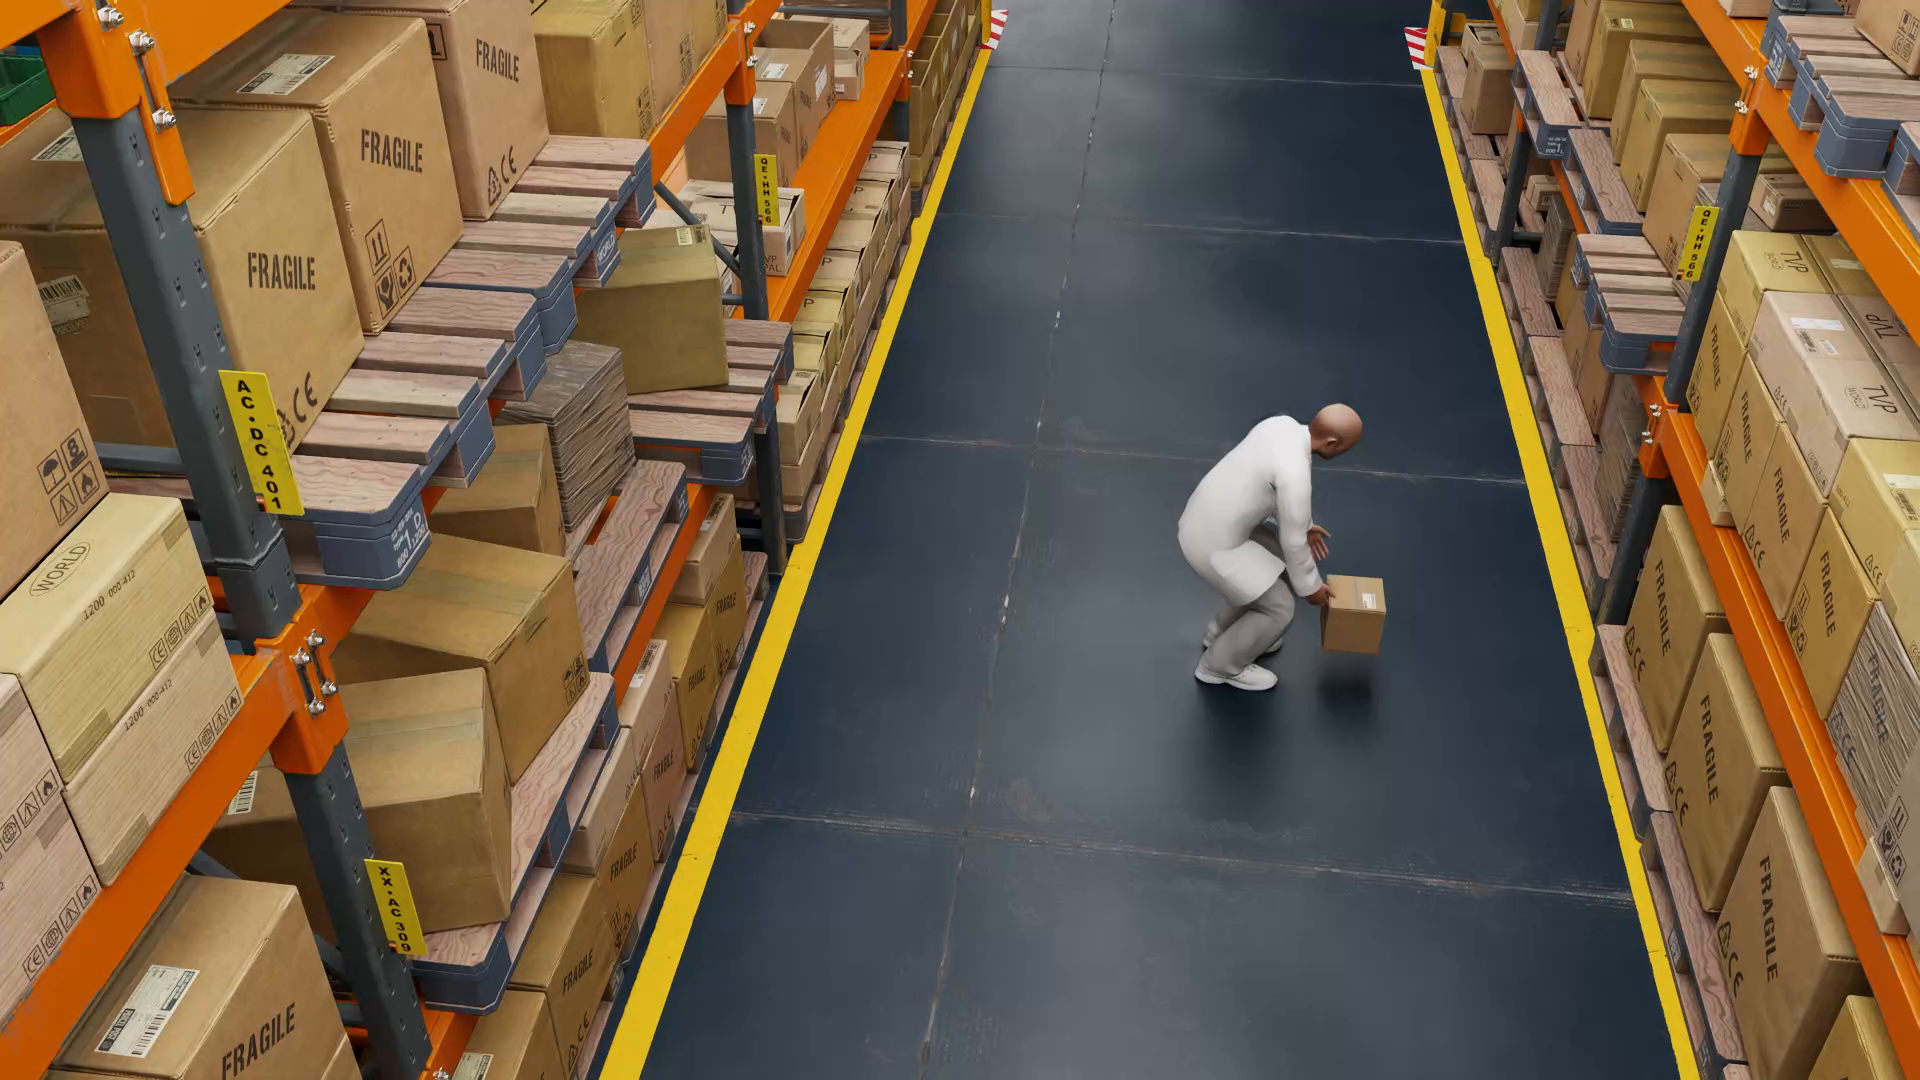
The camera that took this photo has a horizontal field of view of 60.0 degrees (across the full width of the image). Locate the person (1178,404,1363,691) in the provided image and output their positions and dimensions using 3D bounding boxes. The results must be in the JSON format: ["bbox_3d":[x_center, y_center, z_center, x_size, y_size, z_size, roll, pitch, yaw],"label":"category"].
[{"bbox_3d":[1.335,-0.008,7.398,0.734,1.395,0.632,4,36,6],"label":"person"}]
